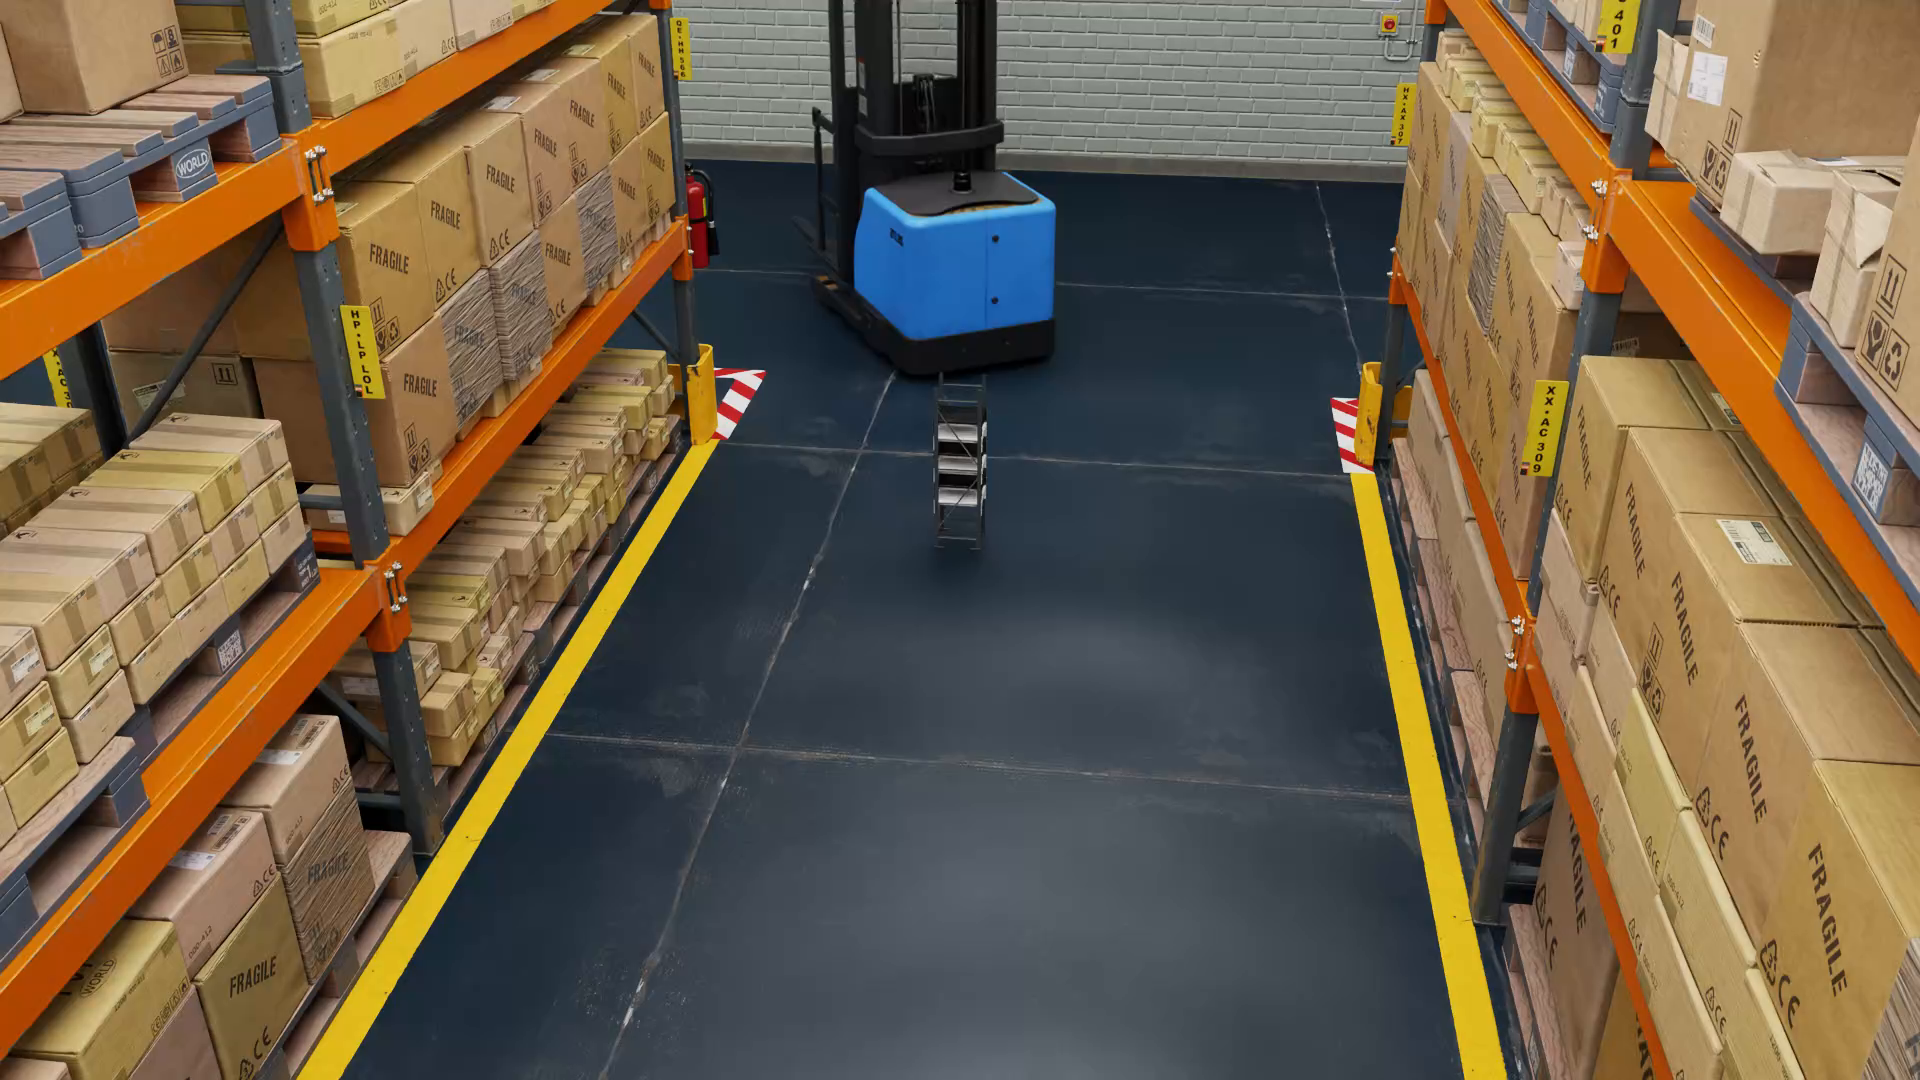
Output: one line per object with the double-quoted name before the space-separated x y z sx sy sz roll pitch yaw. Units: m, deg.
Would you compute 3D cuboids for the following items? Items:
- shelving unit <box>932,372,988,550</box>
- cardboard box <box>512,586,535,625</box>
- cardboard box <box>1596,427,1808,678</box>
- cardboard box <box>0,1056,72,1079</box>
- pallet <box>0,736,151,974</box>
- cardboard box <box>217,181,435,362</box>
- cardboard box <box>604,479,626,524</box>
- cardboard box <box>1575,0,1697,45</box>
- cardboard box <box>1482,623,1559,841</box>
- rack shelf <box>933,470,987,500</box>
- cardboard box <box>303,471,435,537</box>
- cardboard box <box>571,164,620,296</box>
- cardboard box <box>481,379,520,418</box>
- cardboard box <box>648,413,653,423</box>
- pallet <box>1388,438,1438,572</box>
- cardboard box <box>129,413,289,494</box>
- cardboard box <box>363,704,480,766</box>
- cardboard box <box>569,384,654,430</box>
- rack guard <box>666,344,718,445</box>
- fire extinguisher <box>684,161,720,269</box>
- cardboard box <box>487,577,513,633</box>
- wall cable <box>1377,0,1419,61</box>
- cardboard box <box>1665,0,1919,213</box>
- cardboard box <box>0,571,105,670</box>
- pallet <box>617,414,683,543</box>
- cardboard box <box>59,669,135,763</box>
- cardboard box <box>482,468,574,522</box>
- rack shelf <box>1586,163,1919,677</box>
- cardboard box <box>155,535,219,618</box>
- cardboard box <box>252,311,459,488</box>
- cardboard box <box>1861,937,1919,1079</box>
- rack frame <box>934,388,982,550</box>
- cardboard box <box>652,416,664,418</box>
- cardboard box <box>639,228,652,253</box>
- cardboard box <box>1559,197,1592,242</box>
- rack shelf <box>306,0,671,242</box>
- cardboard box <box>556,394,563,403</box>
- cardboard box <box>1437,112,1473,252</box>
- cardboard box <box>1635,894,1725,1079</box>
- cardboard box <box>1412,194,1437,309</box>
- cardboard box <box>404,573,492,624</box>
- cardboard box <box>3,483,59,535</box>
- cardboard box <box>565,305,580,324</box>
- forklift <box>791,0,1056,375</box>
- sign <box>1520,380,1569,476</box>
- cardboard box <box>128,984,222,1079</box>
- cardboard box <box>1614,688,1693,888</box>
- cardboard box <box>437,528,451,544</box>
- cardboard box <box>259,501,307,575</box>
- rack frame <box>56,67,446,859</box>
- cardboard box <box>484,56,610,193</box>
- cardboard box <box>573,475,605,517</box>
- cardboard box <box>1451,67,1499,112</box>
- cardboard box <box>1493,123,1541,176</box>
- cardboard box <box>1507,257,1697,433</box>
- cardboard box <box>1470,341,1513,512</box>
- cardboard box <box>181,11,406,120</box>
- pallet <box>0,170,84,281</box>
"shelving unit" 0.001 -0.400 8.544 0.258 0.900 0.210 3 28 6
"cardboard box" -2.179 0.279 7.633 0.380 0.149 0.250 2 28 4
"cardboard box" 2.018 0.045 4.344 0.500 0.500 0.500 3 28 6
"cardboard box" -2.563 1.544 4.123 0.500 0.250 0.500 4 29 7
"pallet" -2.822 0.891 4.136 1.003 0.211 1.213 3 28 6
"cardboard box" -2.236 -0.956 5.888 0.500 0.500 0.500 4 29 7
"cardboard box" -1.936 -0.208 8.537 0.380 0.149 0.250 2 28 4
"cardboard box" 2.152 -1.712 5.196 0.396 0.266 0.258 4 29 8
"cardboard box" 2.575 0.751 6.451 0.875 0.438 0.875 3 28 5
"rack shelf" 0.001 -0.291 8.602 0.258 0.077 0.200 3 28 6
"cardboard box" -2.174 -0.146 6.124 0.380 0.149 0.250 4 29 8
"cardboard box" -1.964 -1.492 7.939 0.500 0.500 0.500 3 29 6
"cardboard box" -2.101 -0.643 7.046 0.380 0.149 0.250 4 29 7
"cardboard box" -1.910 -0.701 9.138 0.380 0.149 0.250 3 28 5
"pallet" 2.861 -0.177 8.855 1.003 0.211 1.213 3 28 6
"cardboard box" -2.389 -0.278 5.299 0.380 0.149 0.250 5 29 9
"cardboard box" -2.170 0.775 6.712 0.380 0.149 0.250 2 28 4
"cardboard box" -1.850 -0.709 8.839 0.380 0.149 0.250 3 28 5
"rack guard" -2.053 -0.889 9.873 1.175 0.500 0.348 3 28 6
"fire extinguisher" -1.555 -1.919 9.624 0.296 0.674 0.183 3 28 6
"cardboard box" -2.200 0.277 7.323 0.380 0.149 0.250 2 28 4
"wall cable" 3.549 -4.902 13.582 0.585 1.953 0.123 3 28 6
"cardboard box" 1.996 -1.054 3.833 0.500 0.500 0.500 3 28 5
"cardboard box" -2.520 0.209 4.395 0.380 0.149 0.250 2 28 5
"pallet" -2.187 -0.382 9.236 1.003 0.211 1.213 3 28 6
"cardboard box" -2.509 0.470 4.536 0.380 0.149 0.250 2 28 4
"cardboard box" -2.069 -0.218 7.929 0.380 0.149 0.250 3 29 6
"rack shelf" 2.147 0.035 3.118 1.077 0.370 4.000 3 28 6
"cardboard box" -2.451 0.092 4.925 0.380 0.149 0.250 5 29 8
"cardboard box" -2.223 -0.536 6.163 0.500 0.500 0.500 3 28 5
"cardboard box" 1.760 0.996 2.579 0.500 0.500 0.500 4 29 7
"rack frame" -0.011 -0.352 8.455 0.240 0.900 0.006 3 28 6
"cardboard box" -1.901 -0.695 9.441 0.380 0.149 0.250 4 29 7
"cardboard box" -1.871 -1.630 8.878 0.380 0.149 0.250 3 28 6
"cardboard box" 2.294 -1.070 5.730 0.380 0.149 0.250 3 28 6
"rack shelf" -2.288 -2.088 7.058 1.077 0.370 4.000 3 28 6
"cardboard box" -2.359 -0.853 9.107 0.380 0.149 0.250 4 29 7
"cardboard box" 2.428 -1.574 7.349 0.500 0.500 0.500 3 28 6
"cardboard box" 1.865 1.074 3.752 0.500 0.250 0.500 3 28 5
"cardboard box" 2.504 -1.380 8.044 0.500 0.500 0.500 3 28 5
"cardboard box" -2.211 0.268 7.026 0.380 0.149 0.250 3 28 5
"cardboard box" -3.068 -0.067 5.220 0.380 0.149 0.250 3 28 5
"cardboard box" -2.048 -1.144 7.975 0.380 0.149 0.250 2 28 4
"forklift" -0.420 -3.011 11.248 1.130 2.935 3.031 -11 30 -20
"sign" 1.841 -0.350 5.241 0.100 0.325 0.005 3 28 6
"cardboard box" -2.505 1.619 4.775 0.500 0.500 0.500 3 28 5
"cardboard box" 1.934 0.617 4.072 0.500 0.250 0.500 4 29 7
"cardboard box" -2.582 0.016 7.806 0.380 0.149 0.250 2 28 4
"cardboard box" -2.386 -0.018 5.443 0.380 0.149 0.250 3 28 5
"rack frame" -2.534 -0.142 5.852 1.000 3.000 0.127 3 28 6
"cardboard box" -1.969 -1.927 7.691 0.500 0.500 0.500 5 29 9
"cardboard box" -1.987 -0.212 8.231 0.380 0.149 0.250 5 29 9
"cardboard box" 2.442 -2.036 7.523 0.380 0.149 0.250 2 28 5
"cardboard box" 2.348 -1.550 6.621 0.380 0.149 0.250 3 28 6
"cardboard box" 2.175 -0.625 5.587 0.500 0.500 0.500 3 28 6
"cardboard box" 2.252 -0.422 6.265 0.500 0.500 0.500 3 28 5
"cardboard box" -2.215 -1.600 5.552 0.500 0.250 0.500 5 29 9
"pallet" -2.839 -0.608 3.750 1.213 0.211 1.003 3 28 6
